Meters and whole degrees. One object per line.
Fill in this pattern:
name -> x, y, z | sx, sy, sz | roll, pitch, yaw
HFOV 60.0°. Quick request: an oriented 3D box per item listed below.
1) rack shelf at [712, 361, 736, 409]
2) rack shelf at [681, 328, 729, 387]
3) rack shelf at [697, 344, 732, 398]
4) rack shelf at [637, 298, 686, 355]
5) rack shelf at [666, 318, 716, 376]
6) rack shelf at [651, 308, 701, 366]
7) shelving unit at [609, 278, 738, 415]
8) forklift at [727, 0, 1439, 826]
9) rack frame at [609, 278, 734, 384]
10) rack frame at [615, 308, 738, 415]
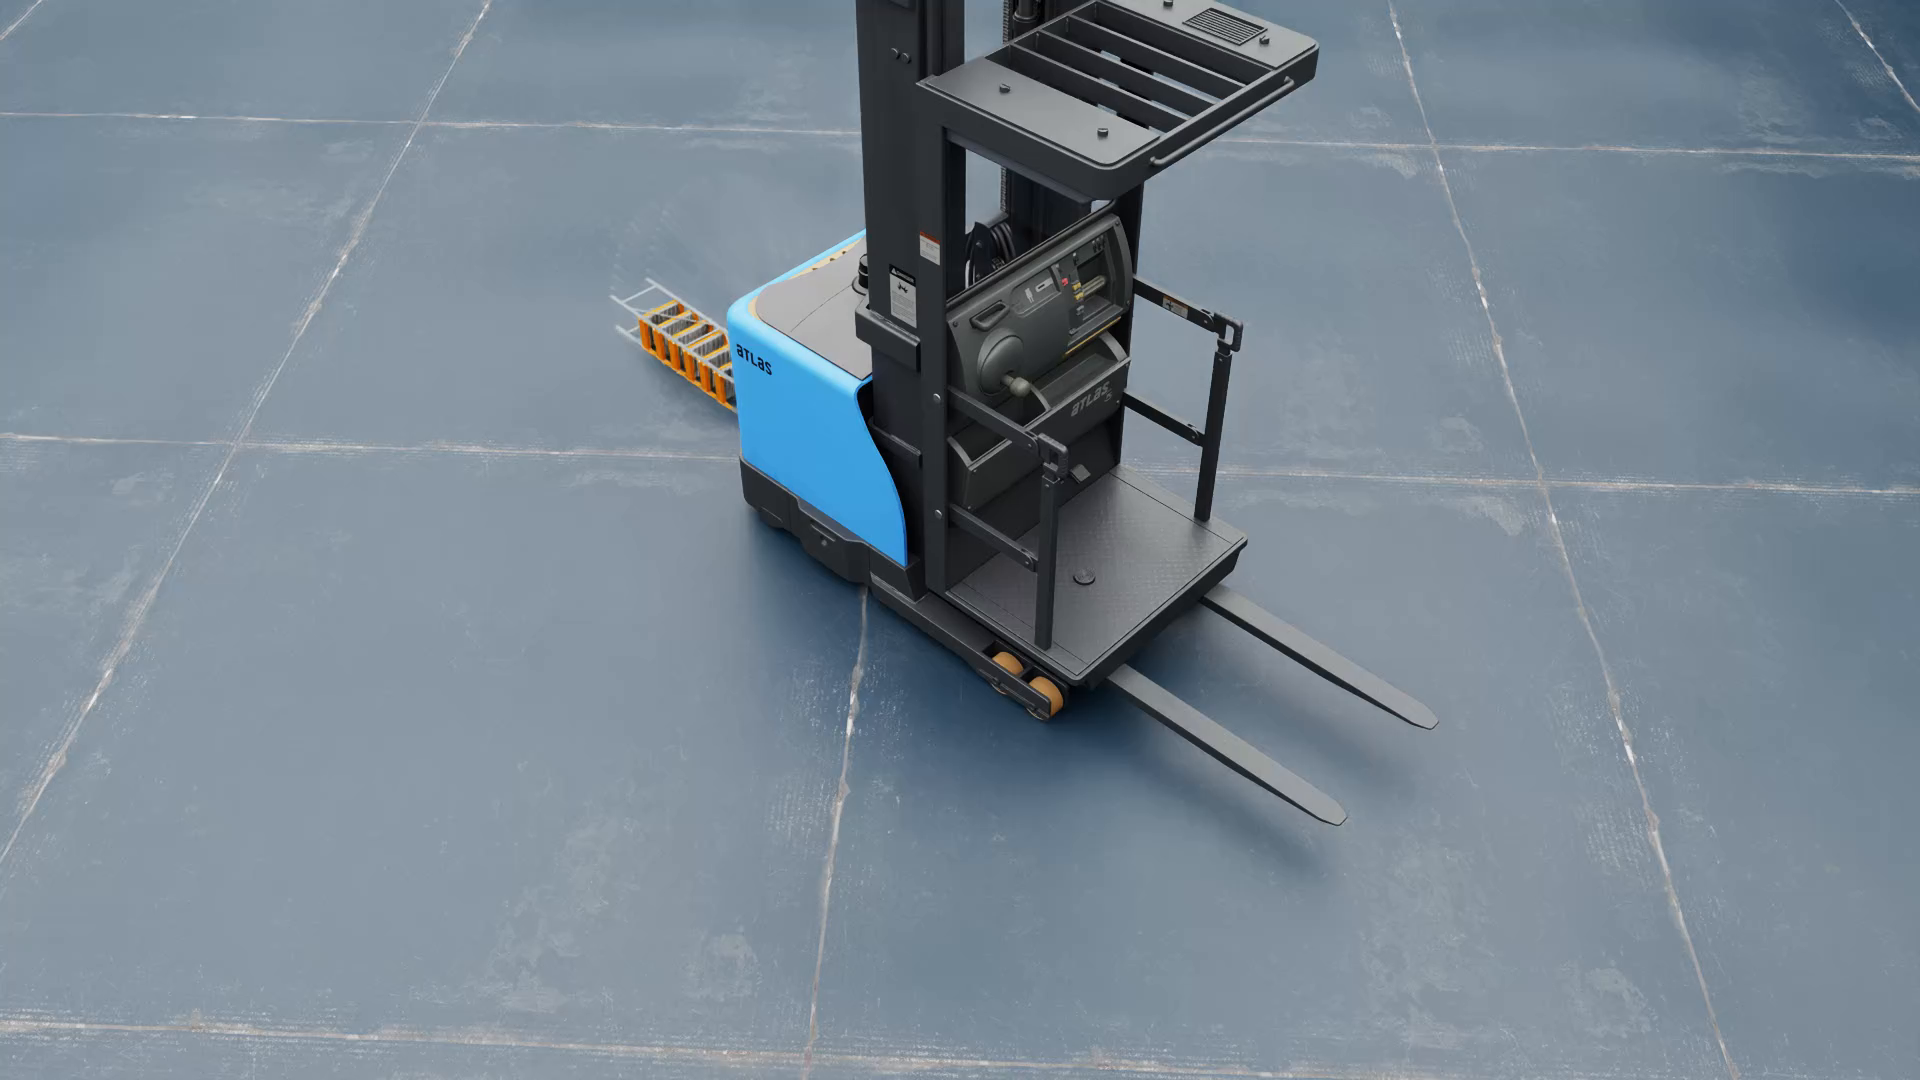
rack shelf -> -1.044, -0.770, 7.930 | 0.258, 0.180, 0.103 | -33, 52, -31
rack shelf -> -1.210, -0.886, 8.057 | 0.258, 0.180, 0.103 | -33, 52, -31
rack shelf -> -1.127, -0.828, 7.994 | 0.258, 0.180, 0.103 | -33, 52, -31
rack shelf -> -1.461, -1.061, 8.248 | 0.258, 0.180, 0.103 | -33, 52, -31
rack shelf -> -1.294, -0.945, 8.121 | 0.258, 0.180, 0.103 | -33, 52, -31
rack shelf -> -1.377, -1.003, 8.185 | 0.258, 0.180, 0.103 | -33, 52, -31
shelving unit -> -1.241, -0.908, 8.081 | 0.258, 0.189, 1.200 | -33, 52, -31
forklift -> 0.459, -0.778, 5.934 | 3.031, 2.935, 1.130 | 33, 52, 30
rack frame -> -1.242, -0.975, 8.019 | 0.240, 0.006, 1.200 | -33, 52, -31
rack frame -> -1.241, -0.841, 8.143 | 0.240, 0.006, 1.200 | -33, 52, -31
